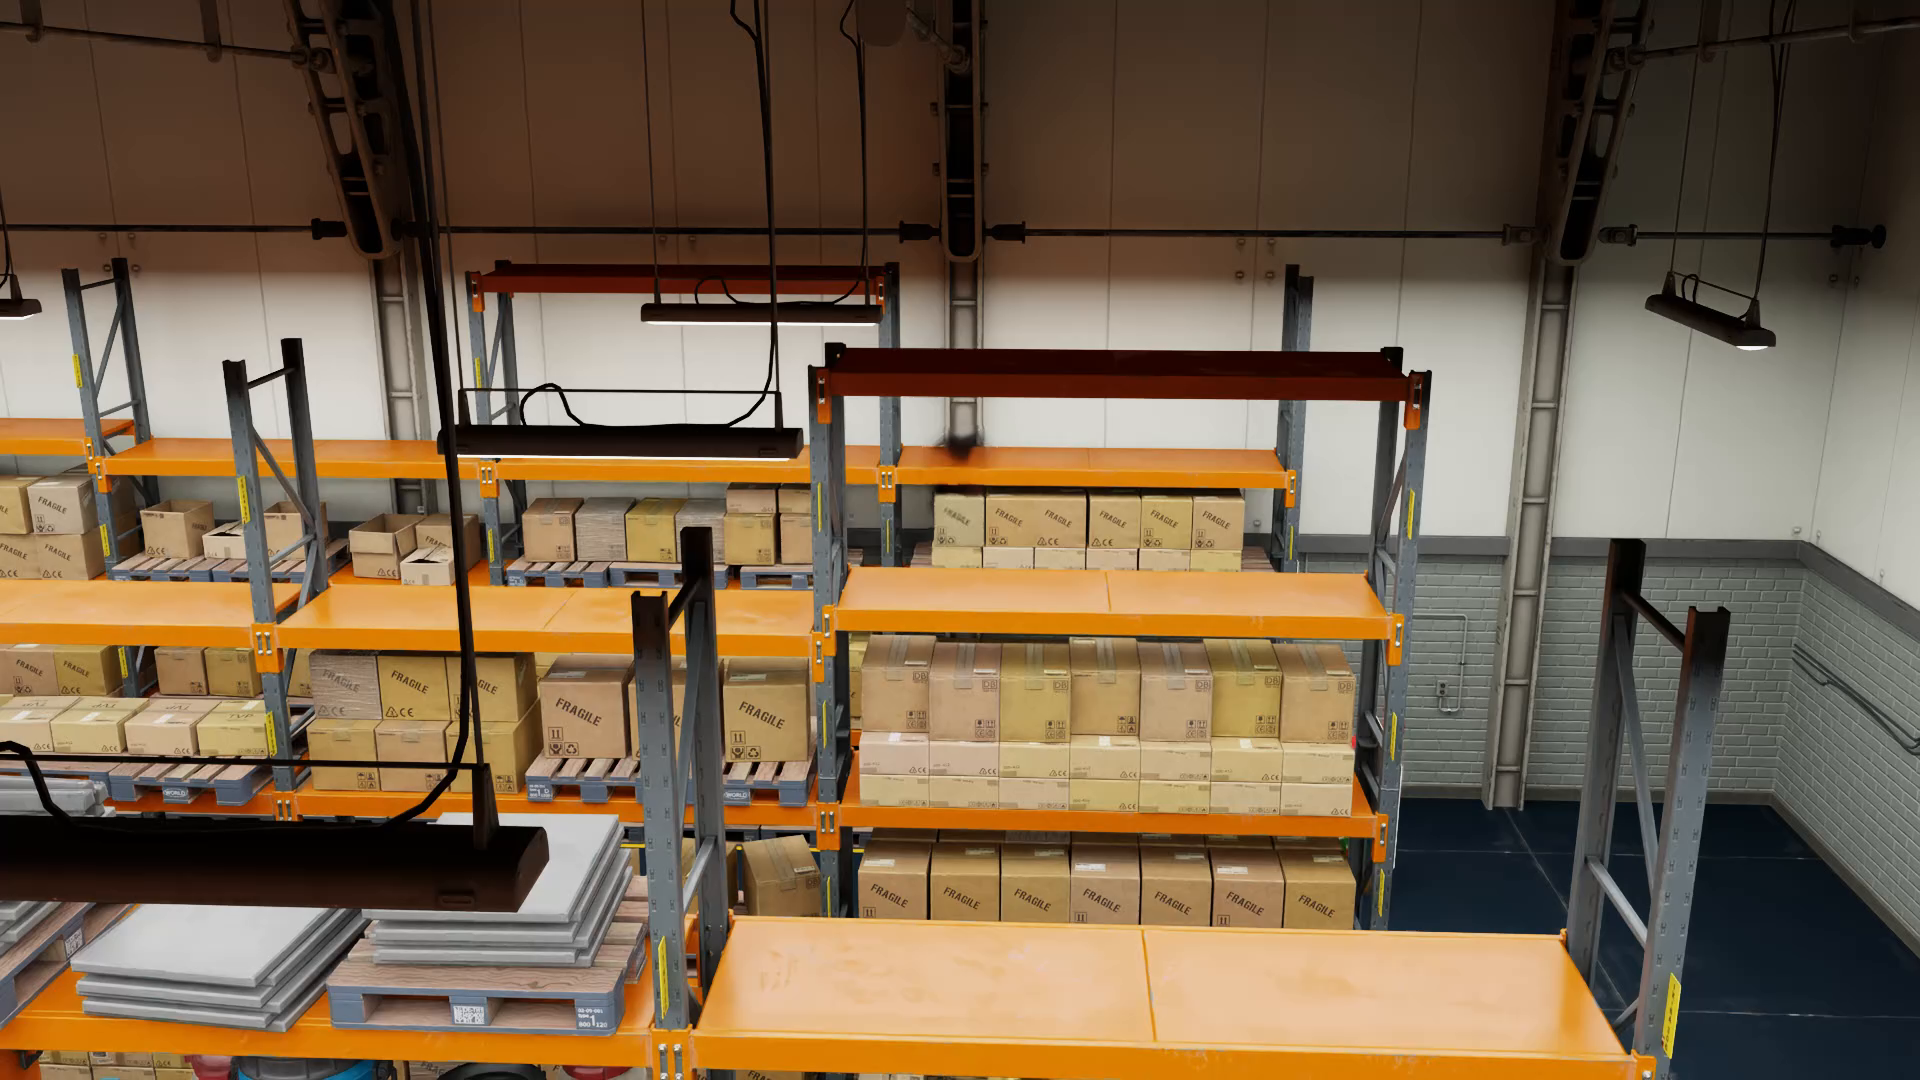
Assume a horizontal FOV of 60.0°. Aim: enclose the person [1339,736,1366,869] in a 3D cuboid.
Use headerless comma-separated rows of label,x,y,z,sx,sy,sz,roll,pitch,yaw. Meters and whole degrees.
person,3.635,2.692,16.170,0.683,1.743,0.684,-8,18,-26
